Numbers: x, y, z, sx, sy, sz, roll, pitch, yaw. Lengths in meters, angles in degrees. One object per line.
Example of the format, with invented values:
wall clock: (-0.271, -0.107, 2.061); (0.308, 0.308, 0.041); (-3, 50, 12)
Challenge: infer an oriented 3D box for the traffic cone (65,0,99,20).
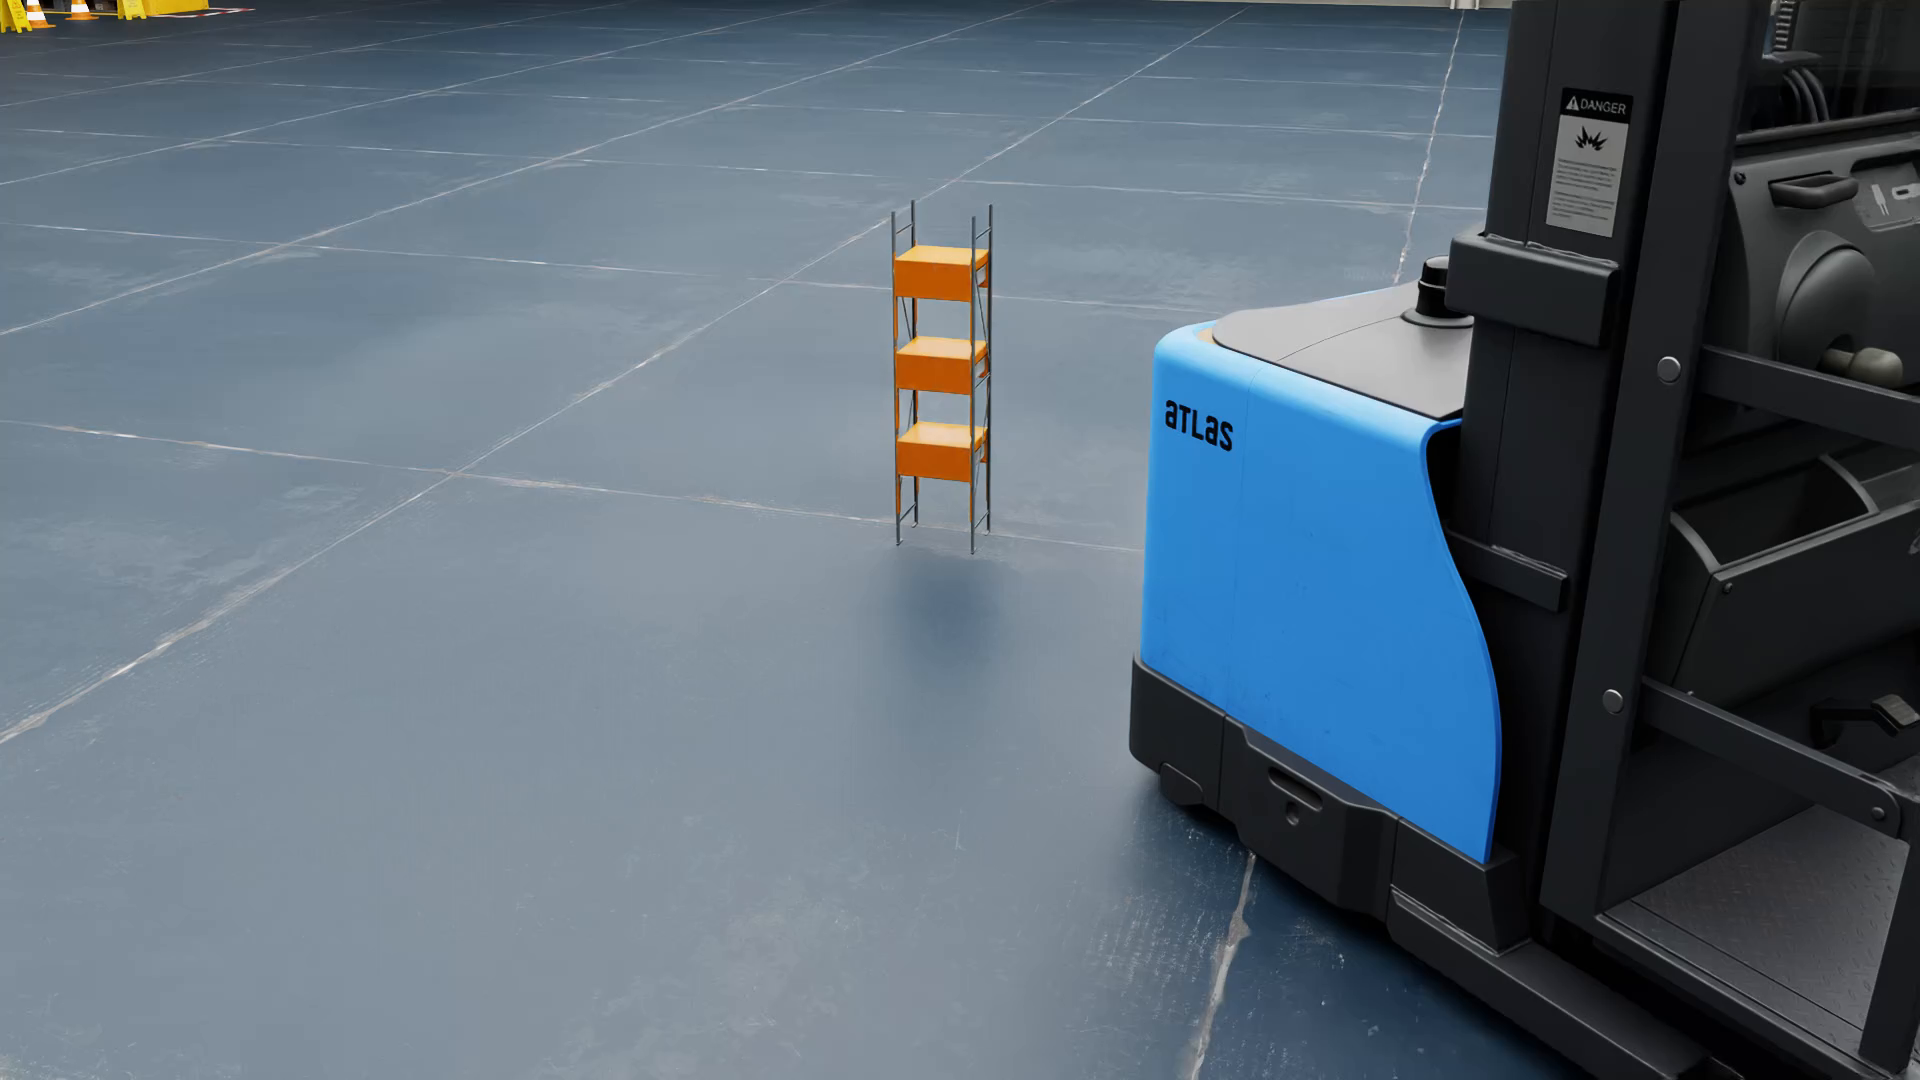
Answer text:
traffic cone: (-11.783, -7.208, 22.233); (0.334, 0.463, 0.336); (7, 23, 16)

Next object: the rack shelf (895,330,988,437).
rack shelf: (-0.051, -0.482, 5.089); (0.240, 0.259, 0.215); (7, 23, 15)

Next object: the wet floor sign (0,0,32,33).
wet floor sign: (-11.732, -6.621, 20.560); (0.232, 0.644, 0.267); (3, 22, 6)

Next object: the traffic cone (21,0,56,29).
traffic cone: (-11.778, -6.767, 21.159); (0.334, 0.463, 0.336); (7, 23, 16)

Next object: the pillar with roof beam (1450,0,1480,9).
pillar with roof beam: (6.015, -10.249, 18.399); (0.400, 9.000, 9.100); (7, 23, 16)

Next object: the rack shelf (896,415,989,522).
rack shelf: (-0.051, -0.225, 5.195); (0.240, 0.259, 0.215); (7, 23, 15)

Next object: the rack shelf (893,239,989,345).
rack shelf: (-0.051, -0.744, 4.981); (0.240, 0.259, 0.215); (7, 23, 15)

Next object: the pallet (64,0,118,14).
pallet: (-11.839, -7.623, 23.577); (1.213, 0.211, 1.003); (7, 23, 16)

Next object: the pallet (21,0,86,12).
pallet: (-13.003, -7.758, 23.905); (1.213, 0.211, 1.003); (7, 23, 16)

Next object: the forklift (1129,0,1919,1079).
forklift: (1.625, -0.442, 2.485); (1.130, 2.935, 3.031); (-14, 26, -31)

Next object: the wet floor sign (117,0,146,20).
wet floor sign: (-11.126, -7.304, 22.227); (0.232, 0.644, 0.267); (16, 27, 34)

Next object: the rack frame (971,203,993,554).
rack frame: (0.066, -0.478, 5.052); (0.008, 1.050, 0.200); (7, 23, 15)

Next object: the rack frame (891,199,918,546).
rack frame: (-0.168, -0.505, 5.118); (0.008, 1.050, 0.200); (7, 23, 15)

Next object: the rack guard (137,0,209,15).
rack guard: (-11.071, -7.655, 23.274); (0.348, 0.500, 1.175); (7, 23, 16)

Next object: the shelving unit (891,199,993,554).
shelving unit: (-0.051, -0.492, 5.085); (0.252, 1.050, 0.215); (7, 23, 15)
